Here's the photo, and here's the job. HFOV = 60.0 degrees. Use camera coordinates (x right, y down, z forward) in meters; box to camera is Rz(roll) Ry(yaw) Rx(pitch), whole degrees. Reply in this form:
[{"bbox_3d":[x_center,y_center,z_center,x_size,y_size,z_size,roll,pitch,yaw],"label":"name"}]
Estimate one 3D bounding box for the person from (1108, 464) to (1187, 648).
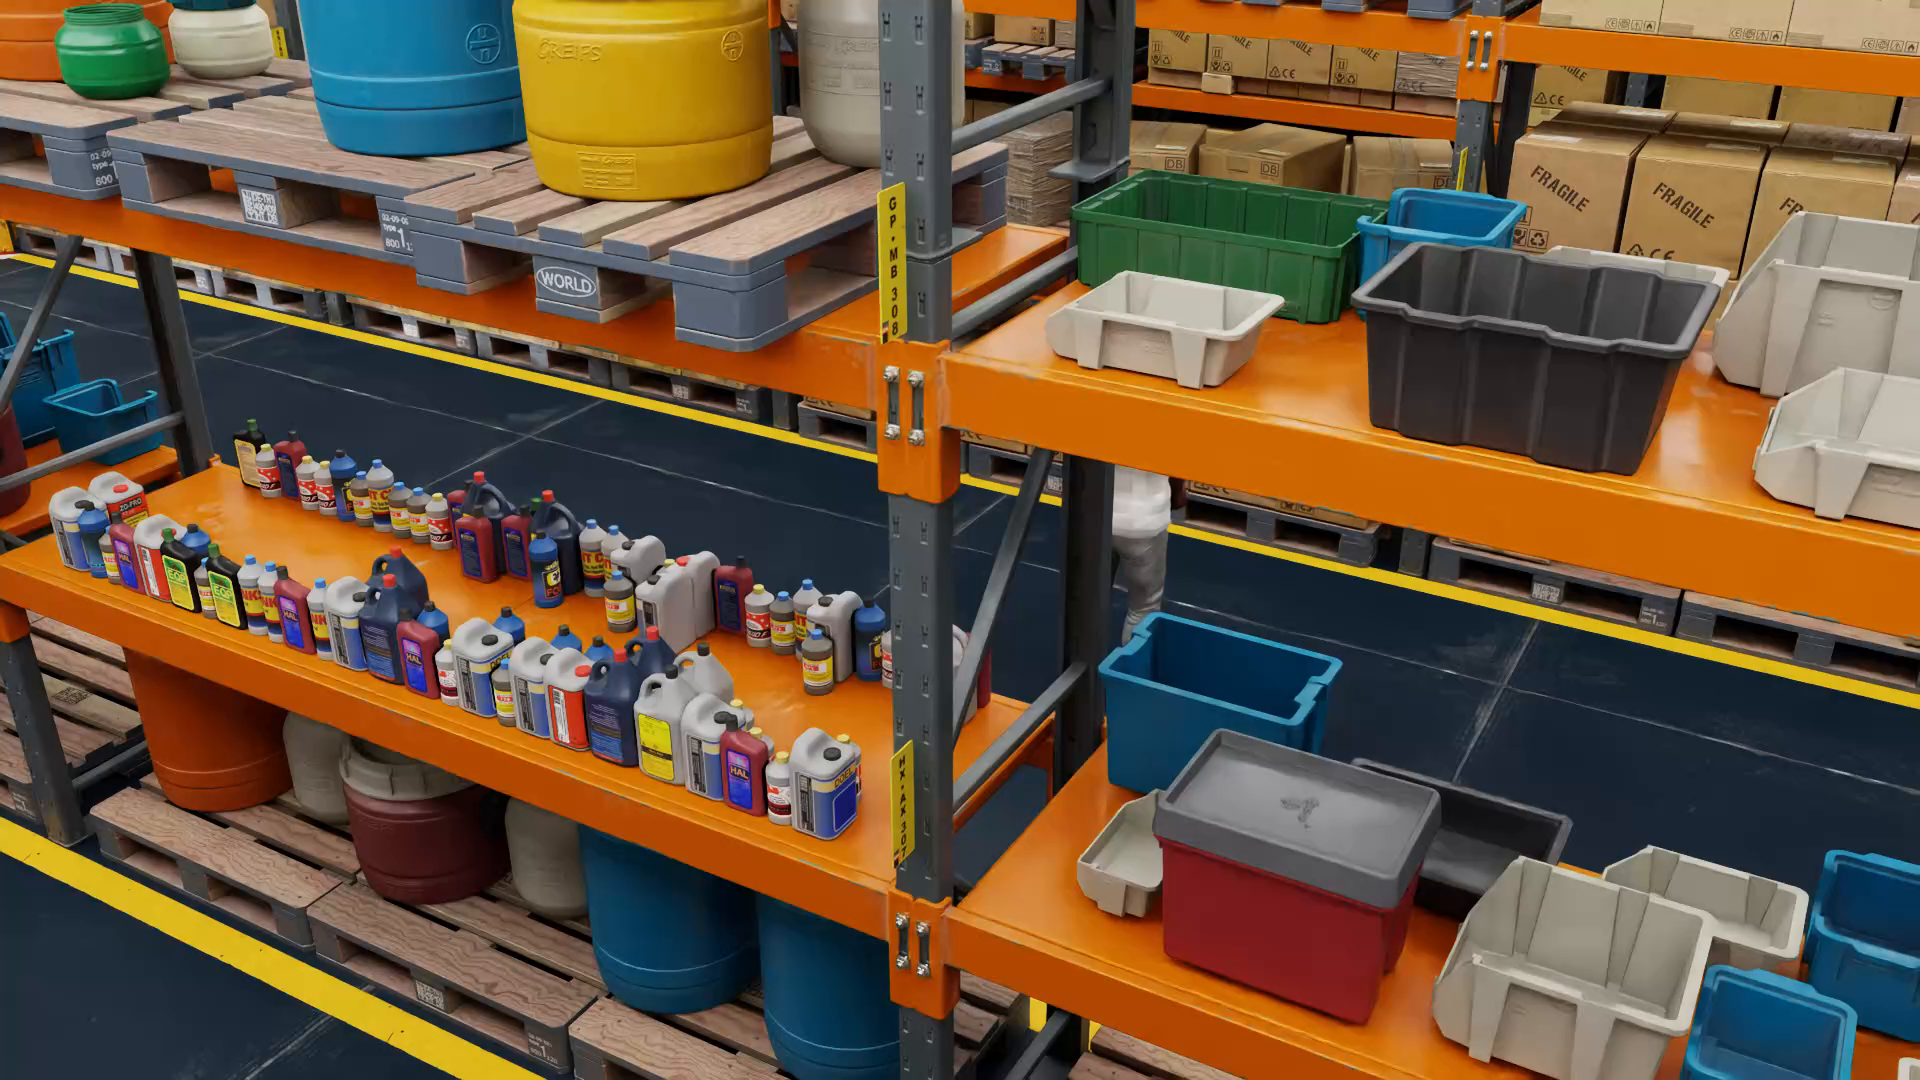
[{"bbox_3d":[0.748,-0.120,7.332,0.505,1.763,0.558,14,30,26],"label":"person"}]
